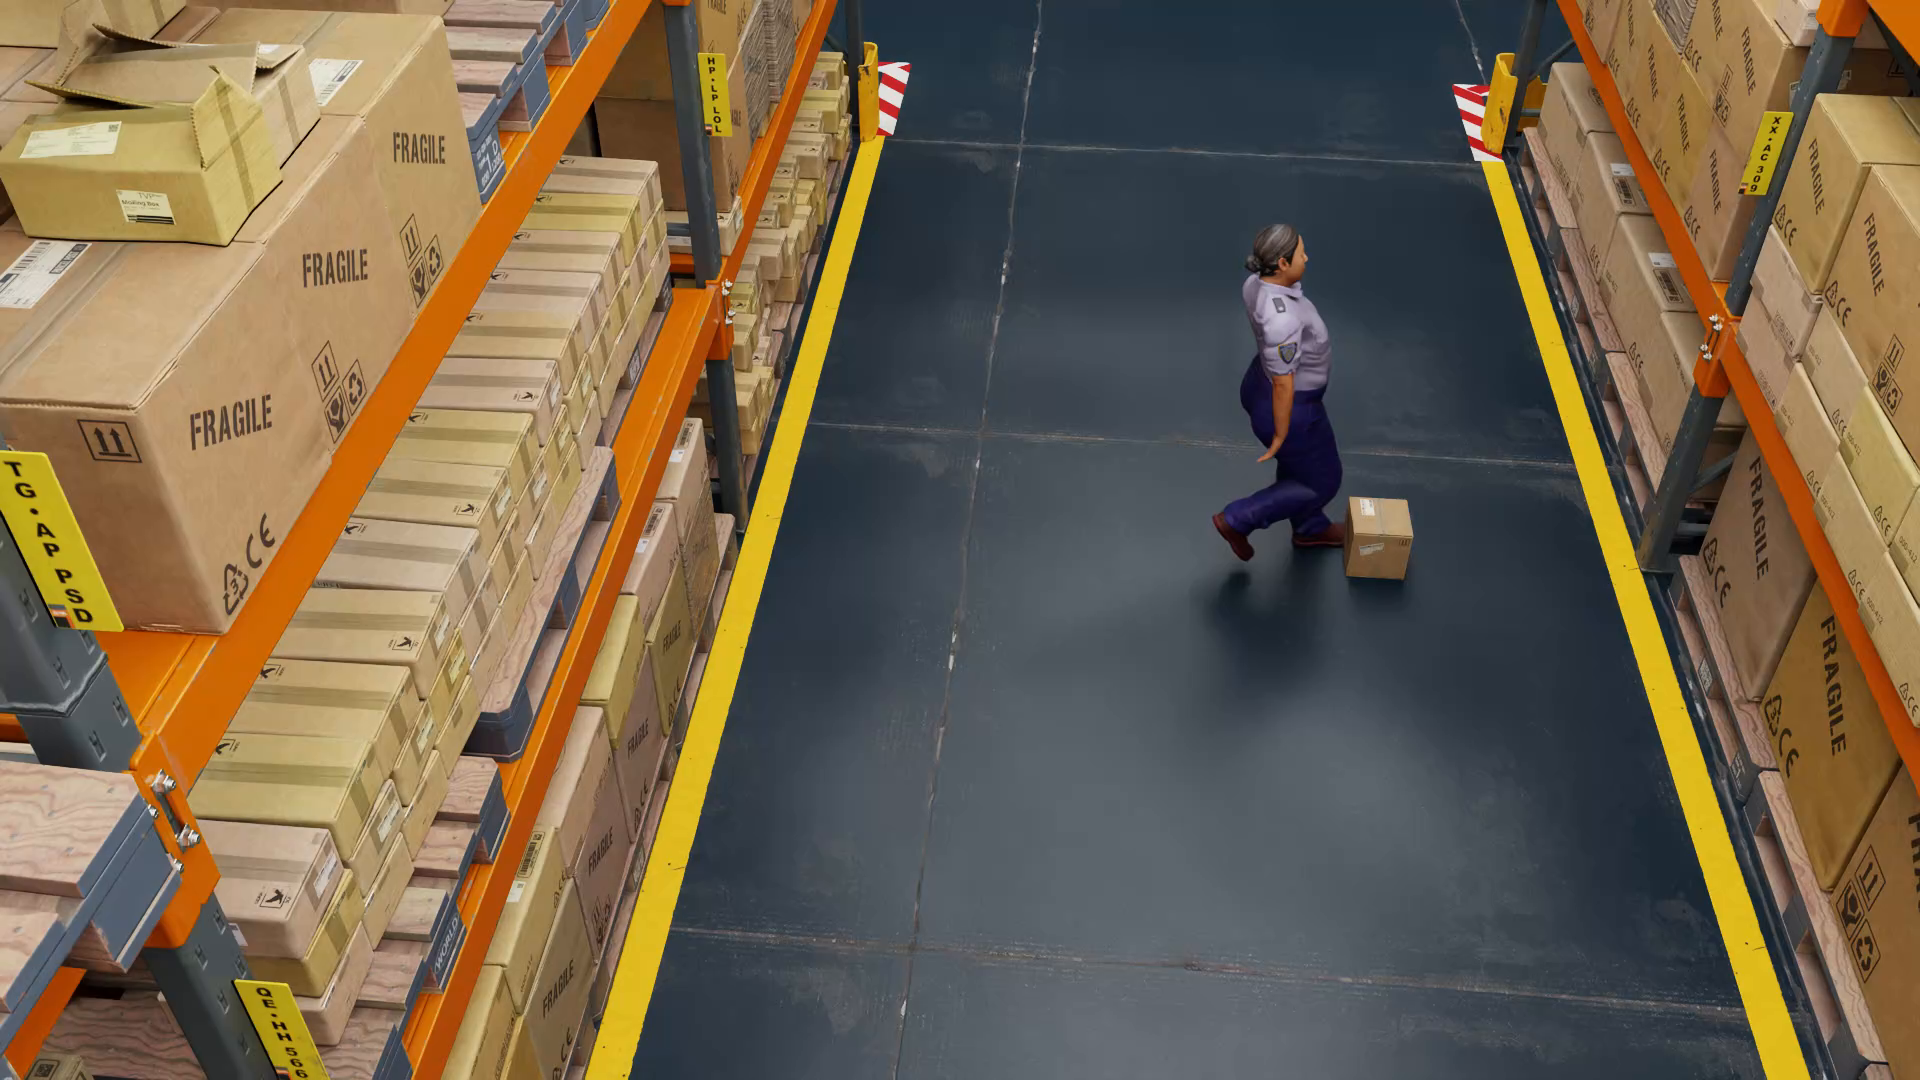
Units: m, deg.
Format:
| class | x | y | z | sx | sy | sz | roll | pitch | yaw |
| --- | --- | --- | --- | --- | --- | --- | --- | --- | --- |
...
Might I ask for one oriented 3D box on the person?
| class | x | y | z | sx | sy | sz | roll | pitch | yaw |
| --- | --- | --- | --- | --- | --- | --- | --- | --- | --- |
| person | 1.427 | -0.559 | 6.854 | 0.715 | 1.586 | 0.521 | -4 | 40 | -5 |
